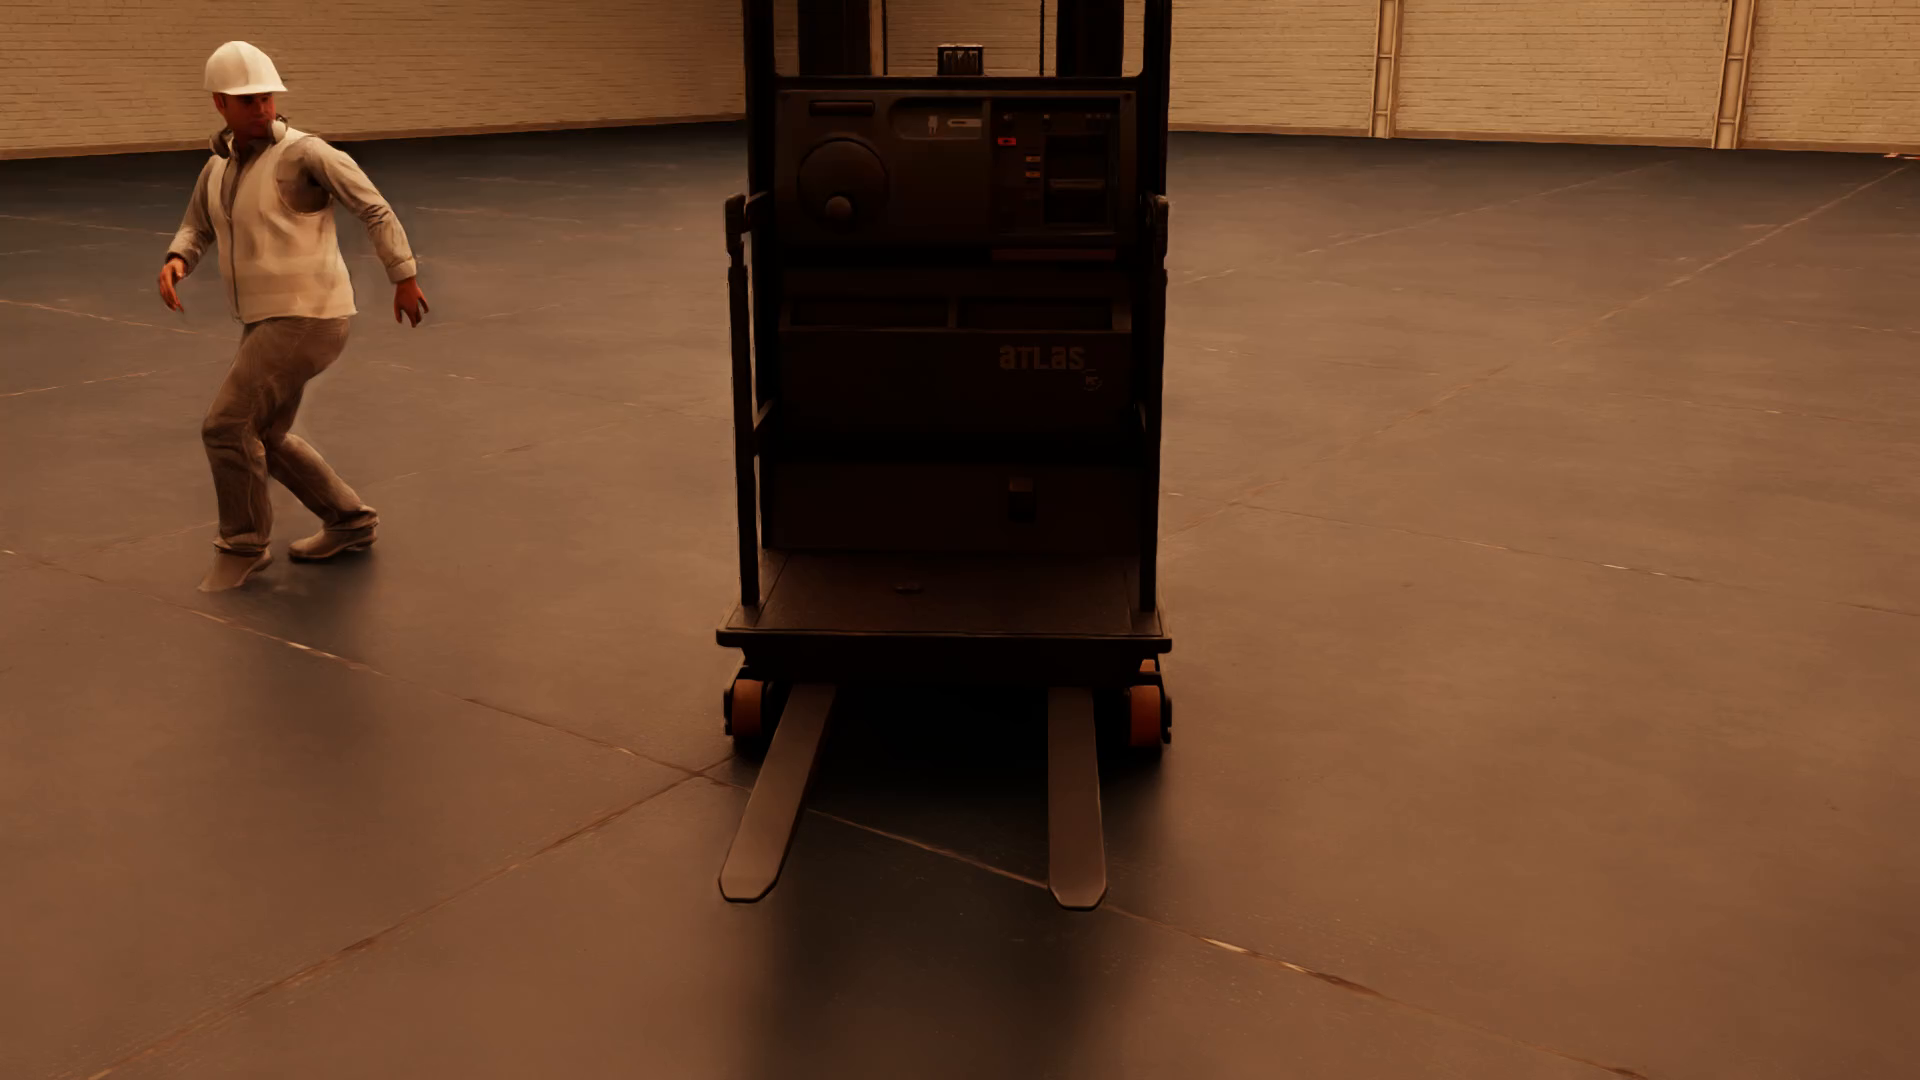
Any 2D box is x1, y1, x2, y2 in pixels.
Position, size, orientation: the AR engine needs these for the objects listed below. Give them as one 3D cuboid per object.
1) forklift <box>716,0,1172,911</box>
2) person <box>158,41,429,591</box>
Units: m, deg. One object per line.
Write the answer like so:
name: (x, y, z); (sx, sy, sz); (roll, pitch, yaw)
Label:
forklift: (-0.020, -0.971, 4.079); (1.130, 2.935, 3.031); (1, 17, 3)
person: (-2.228, -0.713, 5.461); (0.827, 1.771, 0.592); (-14, 22, -40)
